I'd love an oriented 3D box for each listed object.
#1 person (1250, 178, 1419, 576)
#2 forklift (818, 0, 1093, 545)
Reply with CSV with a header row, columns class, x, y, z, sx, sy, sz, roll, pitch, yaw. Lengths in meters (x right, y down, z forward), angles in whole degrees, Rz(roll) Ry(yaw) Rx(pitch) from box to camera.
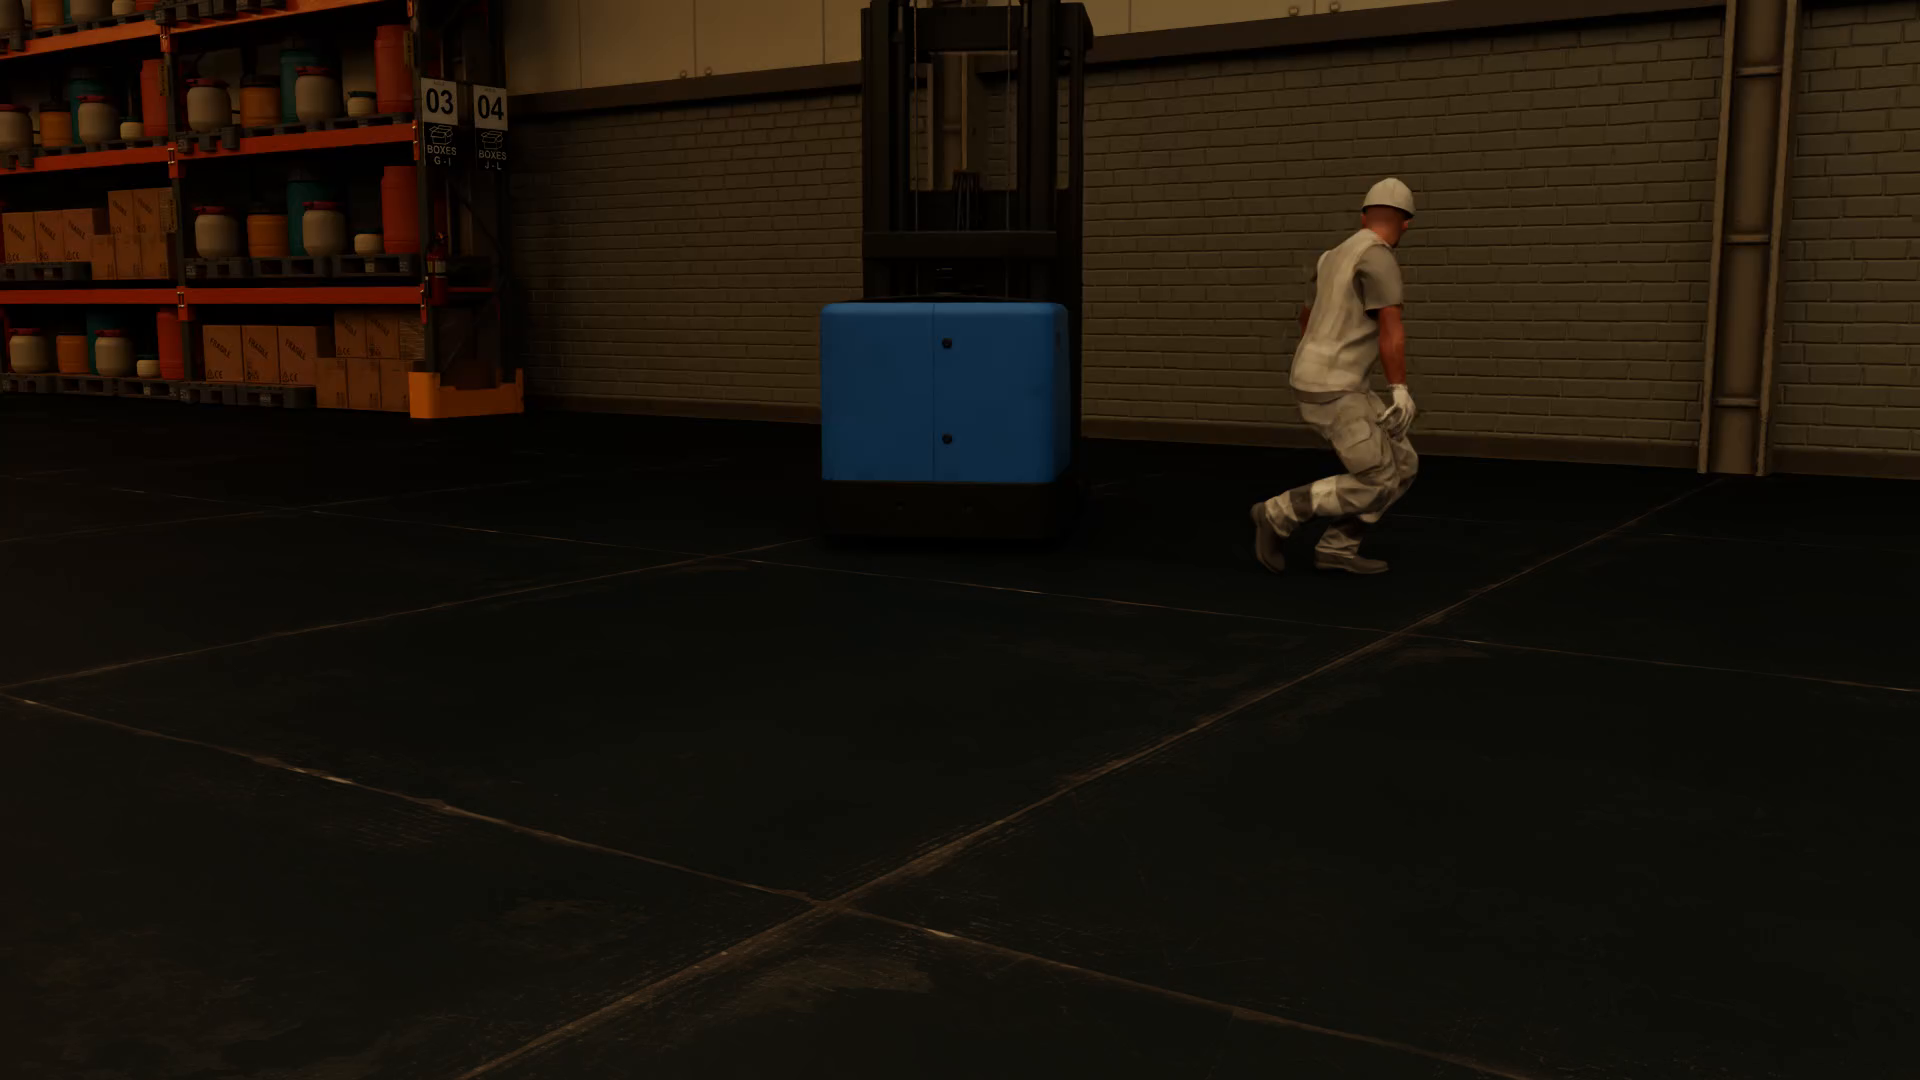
class,x,y,z,sx,sy,sz,roll,pitch,yaw
person,1.483,-0.627,6.528,0.657,1.567,0.852,1,8,8
forklift,0.095,-1.601,8.452,1.130,2.935,3.031,1,8,8
